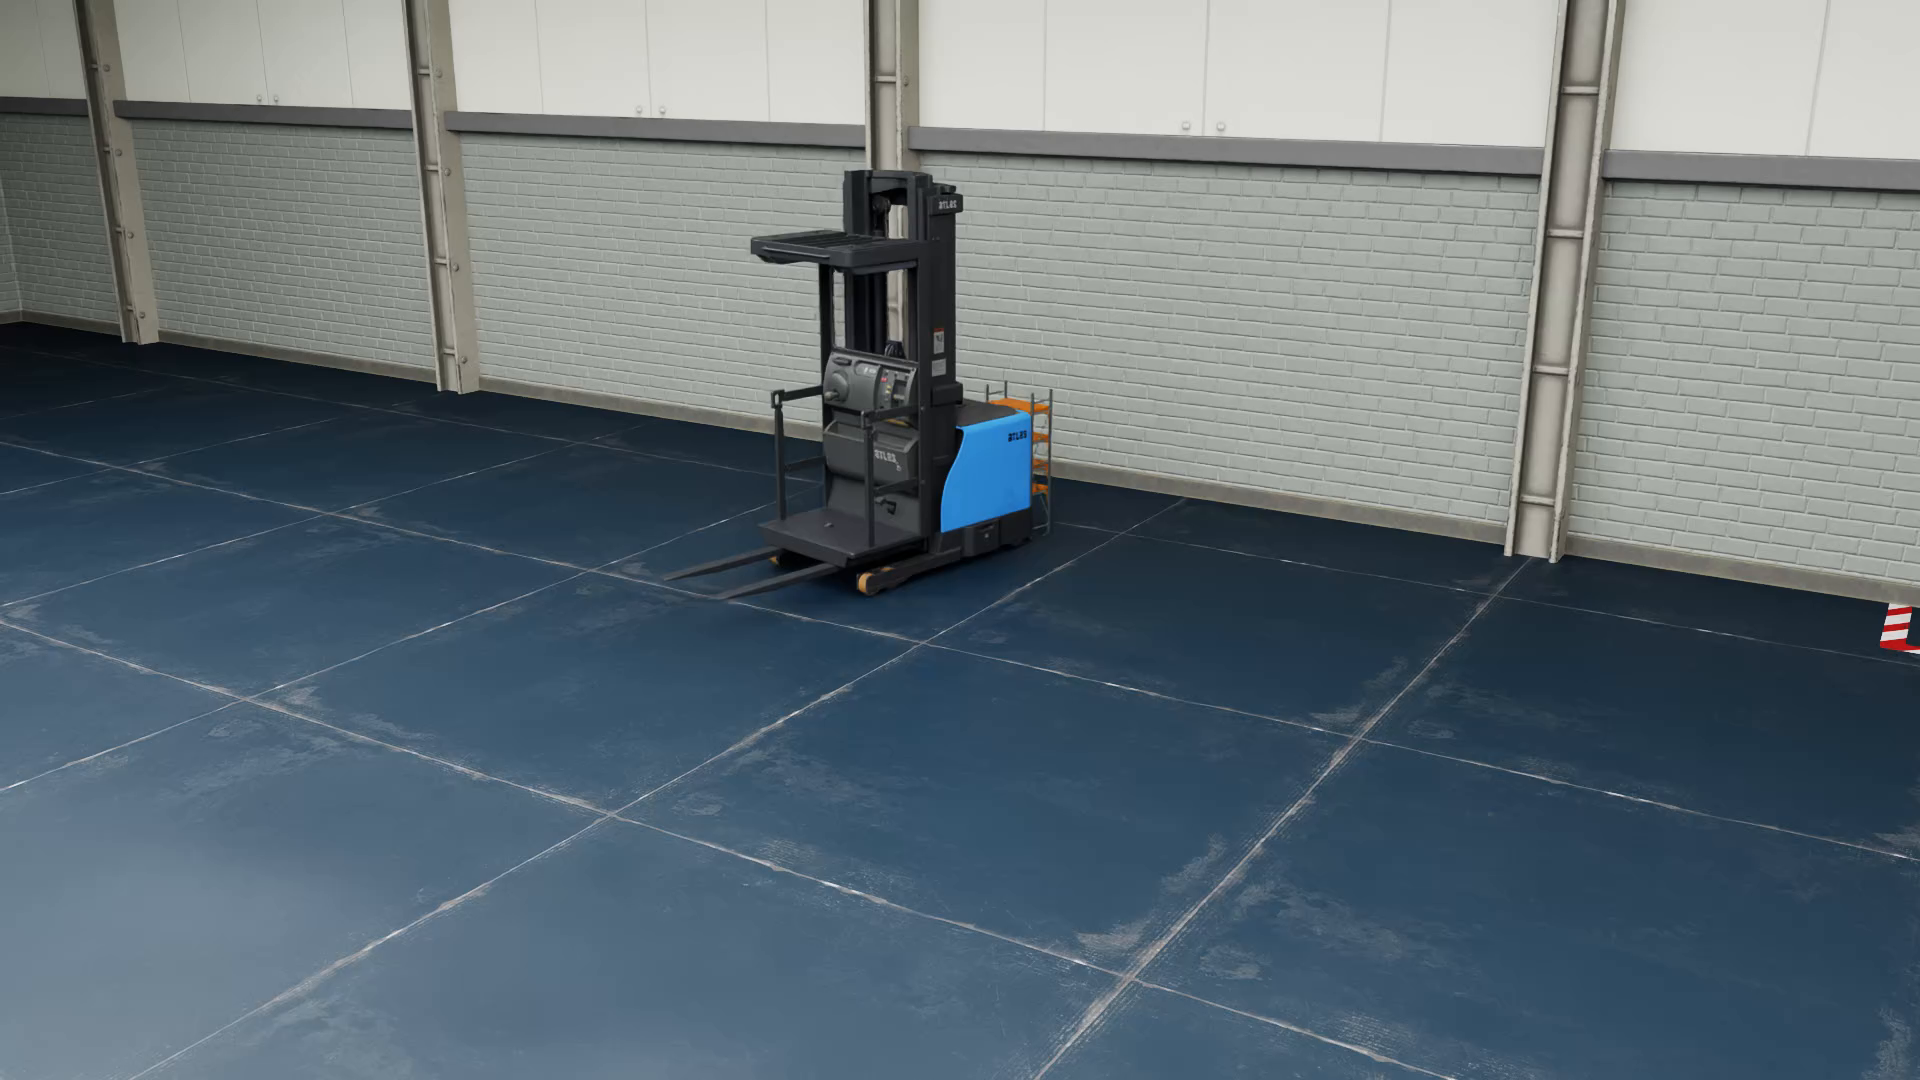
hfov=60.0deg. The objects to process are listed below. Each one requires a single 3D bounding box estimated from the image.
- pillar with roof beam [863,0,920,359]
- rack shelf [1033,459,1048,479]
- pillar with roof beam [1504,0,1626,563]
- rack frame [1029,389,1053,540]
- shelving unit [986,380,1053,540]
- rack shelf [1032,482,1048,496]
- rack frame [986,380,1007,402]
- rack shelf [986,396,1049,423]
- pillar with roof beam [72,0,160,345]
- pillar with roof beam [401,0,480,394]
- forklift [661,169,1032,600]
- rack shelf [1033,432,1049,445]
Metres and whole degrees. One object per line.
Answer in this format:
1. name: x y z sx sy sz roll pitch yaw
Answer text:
1. pillar with roof beam: -2.868 -4.043 11.207 0.400 9.000 9.100 10 20 30
2. rack shelf: 0.469 -0.588 13.480 0.480 0.148 0.258 16 23 42
3. pillar with roof beam: 2.245 -3.130 8.203 0.400 9.000 9.100 10 20 30
4. rack frame: 0.643 -0.602 13.297 0.015 1.200 0.240 16 23 42
5. shelving unit: 0.469 -0.652 13.460 0.503 1.200 0.258 16 23 42
6. rack shelf: 0.468 -0.397 13.536 0.480 0.148 0.258 16 23 42
7. rack frame: 0.294 -0.702 13.624 0.015 1.200 0.240 16 23 42
8. rack shelf: 0.471 -1.028 13.348 0.480 0.148 0.258 16 23 42
9. pillar with roof beam: -13.093 -5.868 17.216 0.400 9.000 9.100 10 20 30
10. pillar with roof beam: -7.980 -4.955 14.212 0.400 9.000 9.100 10 20 30
11. forklift: -0.817 -1.168 12.185 1.130 2.935 3.031 16 23 42
12. rack shelf: 0.470 -0.802 13.415 0.480 0.148 0.258 16 23 42
